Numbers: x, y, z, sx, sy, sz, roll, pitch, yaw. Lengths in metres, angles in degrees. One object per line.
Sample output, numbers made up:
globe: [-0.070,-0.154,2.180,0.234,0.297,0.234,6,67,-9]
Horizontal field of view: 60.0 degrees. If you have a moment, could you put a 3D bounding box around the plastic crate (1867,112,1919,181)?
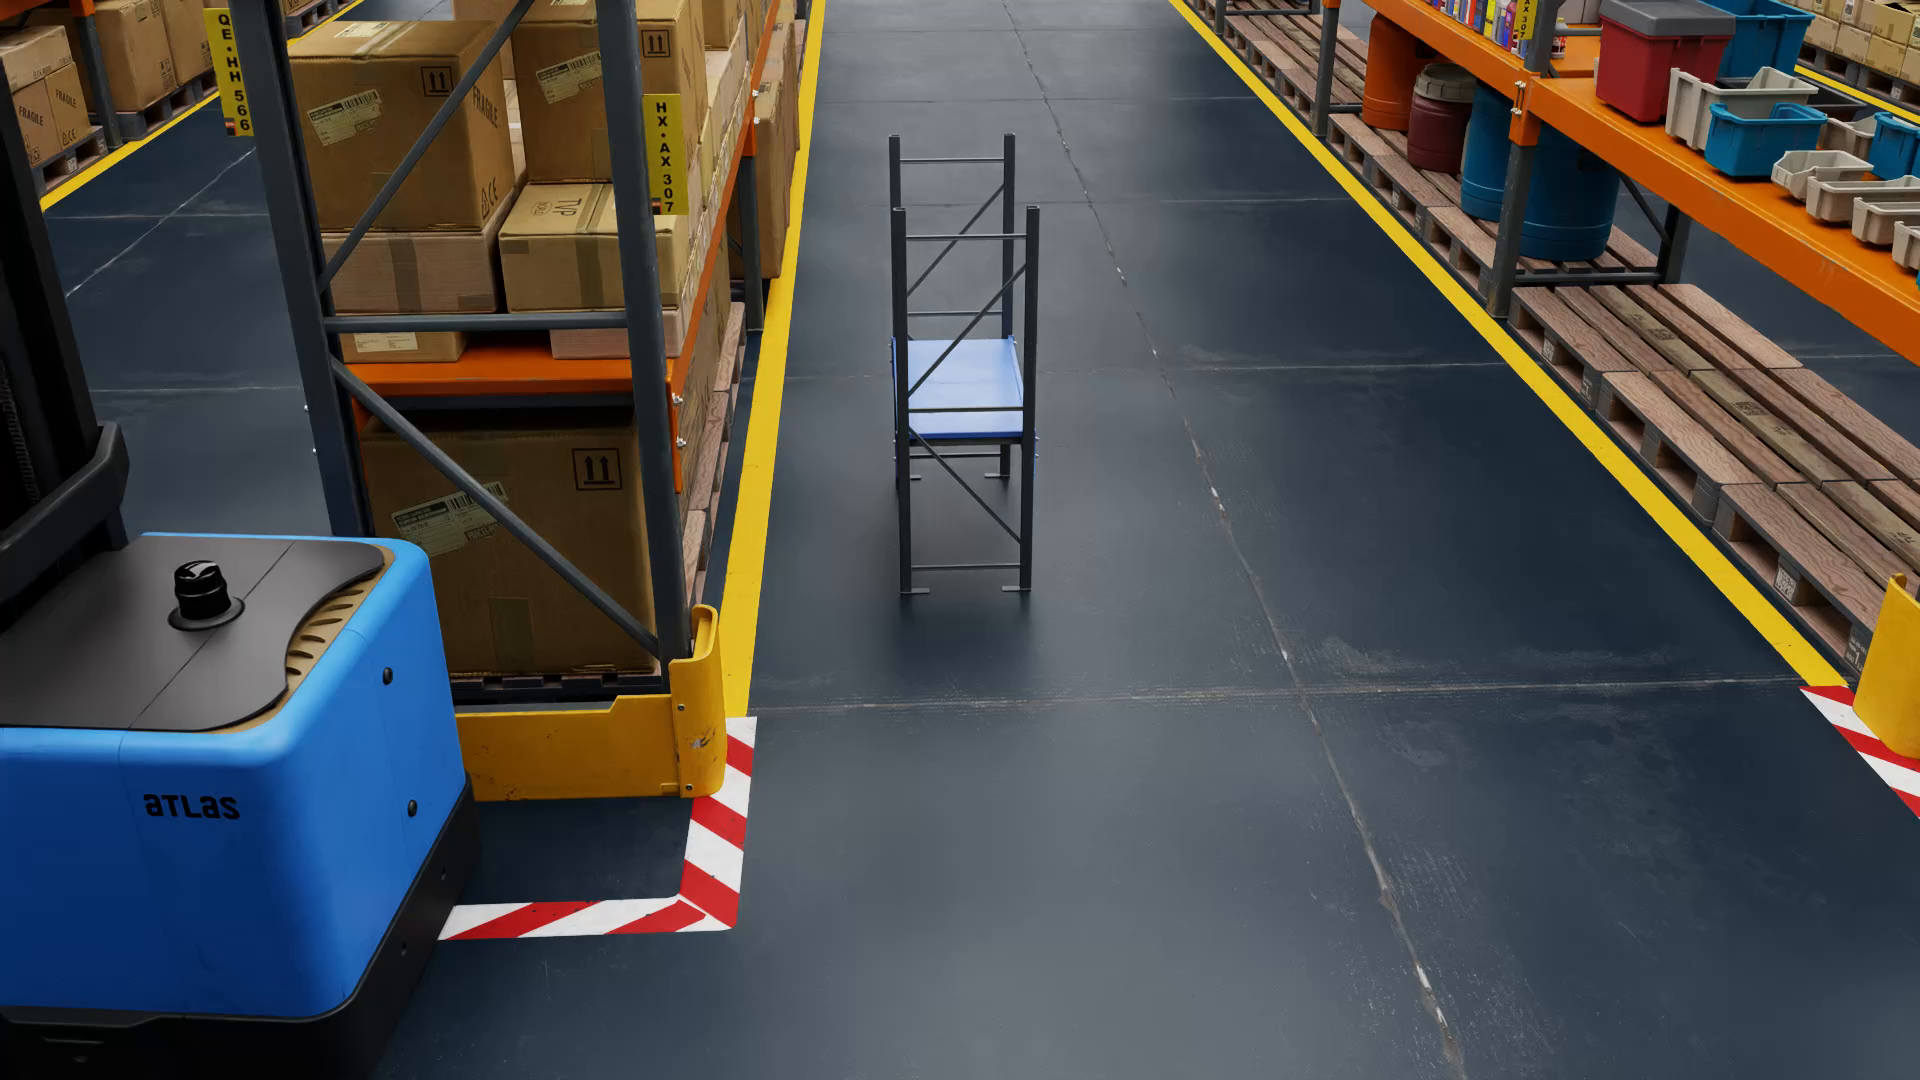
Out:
plastic crate: [3.835,-1.542,6.580,0.416,0.233,0.300,-1,28,-3]

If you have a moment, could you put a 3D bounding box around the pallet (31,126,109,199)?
pallet: [-6.680,-2.626,11.557,1.003,0.211,1.213,-1,28,-3]

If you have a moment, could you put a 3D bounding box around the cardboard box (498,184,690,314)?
cardboard box: [-1.098,-0.895,5.064,0.500,0.250,0.500,-2,28,-4]

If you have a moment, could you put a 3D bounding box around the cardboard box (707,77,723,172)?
cardboard box: [-1.187,-1.608,6.431,0.500,0.250,0.500,-2,28,-4]

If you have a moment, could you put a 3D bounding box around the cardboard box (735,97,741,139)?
cardboard box: [-1.168,-1.849,7.322,0.380,0.149,0.250,-1,28,-2]

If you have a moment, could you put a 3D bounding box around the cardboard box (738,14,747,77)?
cardboard box: [-1.267,-2.317,7.789,0.500,0.250,0.500,-2,28,-4]

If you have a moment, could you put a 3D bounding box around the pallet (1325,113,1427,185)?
pallet: [3.268,-2.817,11.922,1.003,0.211,1.213,-1,28,-3]

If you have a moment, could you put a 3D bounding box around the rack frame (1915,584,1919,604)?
rack frame: [3.603,-0.721,4.890,1.000,3.000,0.127,-1,28,-3]

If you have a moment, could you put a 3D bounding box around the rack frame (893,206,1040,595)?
rack frame: [0.022,-0.470,6.029,0.500,1.500,0.032,-1,28,-3]

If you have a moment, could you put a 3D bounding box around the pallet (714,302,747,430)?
pallet: [-1.590,-0.860,8.170,1.003,0.211,1.213,-1,28,-3]

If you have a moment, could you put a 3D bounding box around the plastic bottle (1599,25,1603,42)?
plastic bottle: [3.608,-2.861,9.207,0.097,0.201,0.097,0,28,0]

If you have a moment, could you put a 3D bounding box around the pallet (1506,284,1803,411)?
pallet: [3.472,-0.994,8.427,1.003,0.211,1.213,-1,28,-3]

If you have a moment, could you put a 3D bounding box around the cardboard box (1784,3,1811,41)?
cardboard box: [7.752,-4.681,15.000,0.500,0.250,0.500,-2,28,-4]

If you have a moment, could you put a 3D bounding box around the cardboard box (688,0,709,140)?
cardboard box: [-1.157,-1.698,5.792,0.500,0.500,0.500,-2,28,-4]

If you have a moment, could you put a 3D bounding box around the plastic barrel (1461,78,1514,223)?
plastic barrel: [3.346,-2.403,9.929,0.600,0.901,0.708,-1,28,-3]

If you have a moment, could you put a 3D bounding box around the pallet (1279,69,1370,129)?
pallet: [3.184,-3.538,13.306,1.003,0.211,1.213,-1,28,-3]

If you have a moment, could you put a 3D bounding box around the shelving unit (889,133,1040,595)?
shelving unit: [-0.004,-0.704,6.479,0.538,1.500,1.048,-1,28,-3]

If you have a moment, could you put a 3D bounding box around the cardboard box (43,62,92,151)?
cardboard box: [-6.424,-3.004,11.514,0.500,0.500,0.500,-2,28,-3]

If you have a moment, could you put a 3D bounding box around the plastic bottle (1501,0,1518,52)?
plastic bottle: [2.993,-2.797,8.995,0.061,0.283,0.133,-1,28,-3]

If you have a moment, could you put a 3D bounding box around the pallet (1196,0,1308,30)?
pallet: [2.983,-5.338,16.756,1.003,0.211,1.213,-1,28,-3]

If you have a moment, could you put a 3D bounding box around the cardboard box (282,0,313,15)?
cardboard box: [-6.891,-5.607,16.100,0.875,0.875,0.875,-1,28,-2]

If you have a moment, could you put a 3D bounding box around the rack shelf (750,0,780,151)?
rack shelf: [-1.656,-3.054,10.139,1.077,0.370,4.000,-1,28,-3]

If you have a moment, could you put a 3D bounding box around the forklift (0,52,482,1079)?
forklift: [-2.934,-0.171,3.909,3.031,2.935,1.130,2,28,3]

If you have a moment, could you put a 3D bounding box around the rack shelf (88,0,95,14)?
rack shelf: [-6.823,-4.828,13.541,1.077,0.370,4.000,-1,28,-3]

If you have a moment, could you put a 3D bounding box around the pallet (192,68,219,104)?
pallet: [-6.746,-3.915,14.028,1.003,0.211,1.213,-1,28,-3]

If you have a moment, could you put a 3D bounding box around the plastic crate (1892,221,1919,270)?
plastic crate: [3.380,-1.003,5.650,0.396,0.136,0.243,-1,28,-3]

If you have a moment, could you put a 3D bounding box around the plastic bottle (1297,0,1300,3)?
plastic bottle: [3.393,-5.422,16.453,0.097,0.201,0.097,0,28,0]

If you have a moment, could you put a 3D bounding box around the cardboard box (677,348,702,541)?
cardboard box: [-1.504,-0.560,6.423,0.875,0.875,0.875,-1,28,-3]

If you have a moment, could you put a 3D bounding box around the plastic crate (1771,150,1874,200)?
plastic crate: [3.306,-1.402,6.415,0.298,0.136,0.250,-1,28,-3]

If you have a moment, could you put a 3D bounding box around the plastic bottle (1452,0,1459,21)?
plastic bottle: [2.965,-3.172,9.802,0.097,0.201,0.097,0,28,0]

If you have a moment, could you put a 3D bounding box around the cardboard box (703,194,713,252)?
cardboard box: [-1.087,-1.137,5.958,0.380,0.149,0.250,-2,28,-4]

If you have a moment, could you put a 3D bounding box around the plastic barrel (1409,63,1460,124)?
plastic barrel: [3.347,-3.015,11.523,0.421,0.512,0.421,0,28,0]

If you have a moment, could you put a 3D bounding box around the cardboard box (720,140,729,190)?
cardboard box: [-1.129,-1.494,6.642,0.380,0.149,0.250,-1,28,-2]

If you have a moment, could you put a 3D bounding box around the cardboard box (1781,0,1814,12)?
cardboard box: [7.746,-4.930,14.871,0.500,0.311,0.500,-2,28,-4]

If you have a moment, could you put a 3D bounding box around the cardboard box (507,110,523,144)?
cardboard box: [-1.686,-1.354,5.943,0.500,0.250,0.500,-2,28,-4]

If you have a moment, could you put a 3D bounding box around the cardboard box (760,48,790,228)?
cardboard box: [-1.653,-2.401,9.953,1.225,0.875,0.875,-2,28,-4]

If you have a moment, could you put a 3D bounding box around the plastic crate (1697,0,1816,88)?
plastic crate: [3.760,-2.381,8.024,0.392,0.384,0.575,-1,28,-3]

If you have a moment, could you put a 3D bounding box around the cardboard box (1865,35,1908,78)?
cardboard box: [7.831,-3.976,13.649,0.500,0.250,0.500,-2,28,-3]

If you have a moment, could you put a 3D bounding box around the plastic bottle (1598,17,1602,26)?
plastic bottle: [3.755,-3.107,9.589,0.061,0.283,0.133,-1,28,-3]

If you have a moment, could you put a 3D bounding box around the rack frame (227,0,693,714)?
rack frame: [-1.343,-0.602,4.660,1.000,3.000,0.127,-1,28,-3]

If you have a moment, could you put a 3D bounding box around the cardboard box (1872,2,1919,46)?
cardboard box: [7.826,-4.225,13.521,0.500,0.311,0.500,-2,28,-3]

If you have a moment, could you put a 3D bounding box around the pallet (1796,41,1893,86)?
pallet: [8.068,-4.241,14.652,1.003,0.211,1.213,-1,28,-3]

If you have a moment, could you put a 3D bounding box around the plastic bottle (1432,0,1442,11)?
plastic bottle: [2.929,-3.368,10.090,0.061,0.283,0.133,-1,28,-3]

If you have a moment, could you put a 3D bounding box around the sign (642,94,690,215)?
sign: [-0.788,-1.031,4.462,0.100,0.325,0.005,-1,28,-3]

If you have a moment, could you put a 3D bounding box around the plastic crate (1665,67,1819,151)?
plastic crate: [3.290,-1.833,7.084,0.437,0.282,0.530,-1,28,-3]

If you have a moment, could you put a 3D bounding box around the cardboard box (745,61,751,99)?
cardboard box: [-1.209,-2.205,8.005,0.380,0.149,0.250,-1,28,-2]

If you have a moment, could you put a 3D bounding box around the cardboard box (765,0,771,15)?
cardboard box: [-1.411,-3.414,9.943,0.500,0.500,0.500,-1,28,-2]

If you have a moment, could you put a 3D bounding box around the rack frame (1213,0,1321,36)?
rack frame: [2.977,-6.263,15.515,1.000,3.000,0.127,-1,28,-3]

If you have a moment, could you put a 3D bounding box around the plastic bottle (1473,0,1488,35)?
plastic bottle: [3.010,-3.049,9.405,0.144,0.351,0.185,-1,28,-3]

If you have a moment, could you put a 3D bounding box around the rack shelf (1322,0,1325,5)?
rack shelf: [3.081,-5.021,13.910,1.077,0.370,4.000,-1,28,-3]

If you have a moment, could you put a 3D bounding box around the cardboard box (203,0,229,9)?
cardboard box: [-6.759,-4.529,14.169,1.050,0.750,0.750,-1,28,-3]

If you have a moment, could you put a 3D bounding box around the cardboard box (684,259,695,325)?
cardboard box: [-1.047,-0.781,5.275,0.380,0.149,0.250,-2,28,-3]

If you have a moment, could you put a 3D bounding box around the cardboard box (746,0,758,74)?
cardboard box: [-1.326,-2.712,8.598,0.500,0.500,0.500,-1,28,-2]

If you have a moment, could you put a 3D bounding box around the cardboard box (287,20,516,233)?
cardboard box: [-1.631,-1.218,4.872,0.500,0.500,0.500,-1,28,-2]

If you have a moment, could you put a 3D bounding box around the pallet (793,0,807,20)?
pallet: [-2.040,-5.217,16.524,1.003,0.211,1.213,-1,28,-3]
